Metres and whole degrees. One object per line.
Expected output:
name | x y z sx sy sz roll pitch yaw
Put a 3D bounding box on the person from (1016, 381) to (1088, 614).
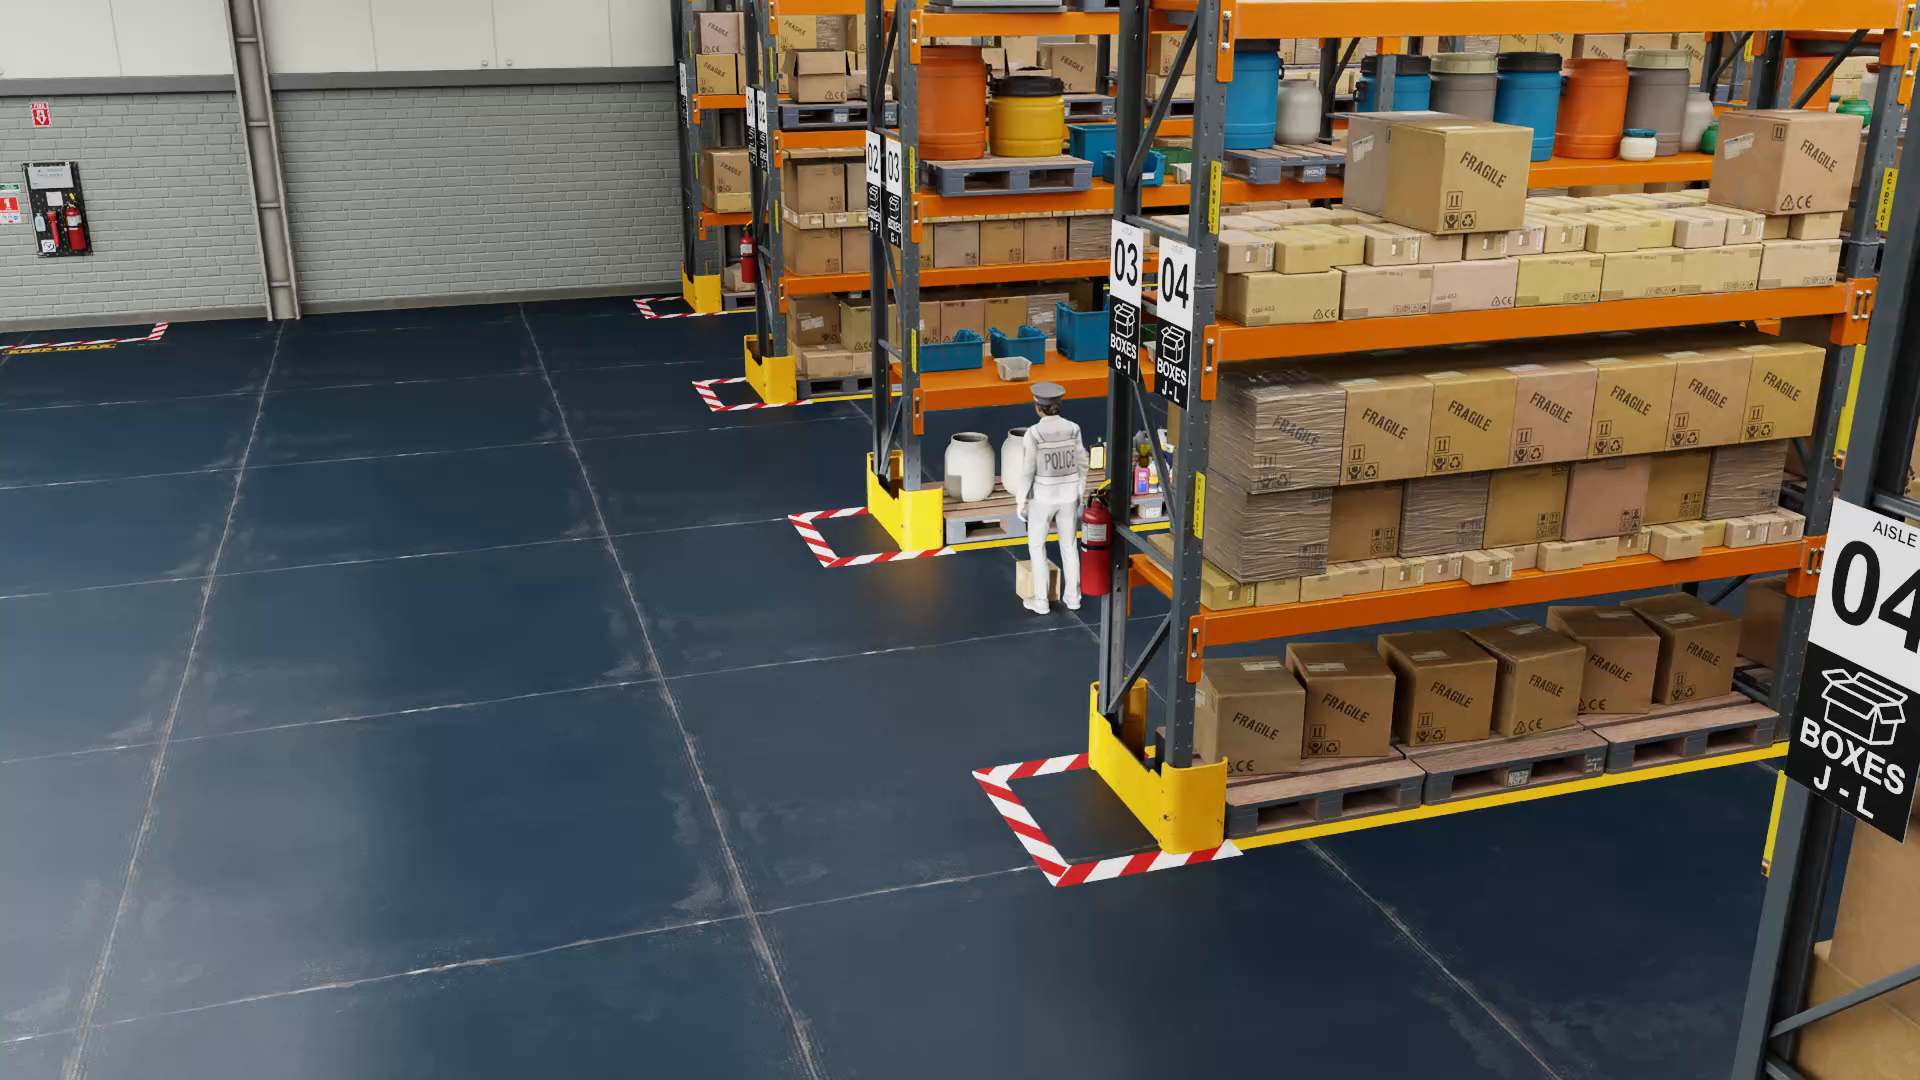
person | 0.653 -0.288 11.877 0.547 1.666 0.371 -7 21 -20
